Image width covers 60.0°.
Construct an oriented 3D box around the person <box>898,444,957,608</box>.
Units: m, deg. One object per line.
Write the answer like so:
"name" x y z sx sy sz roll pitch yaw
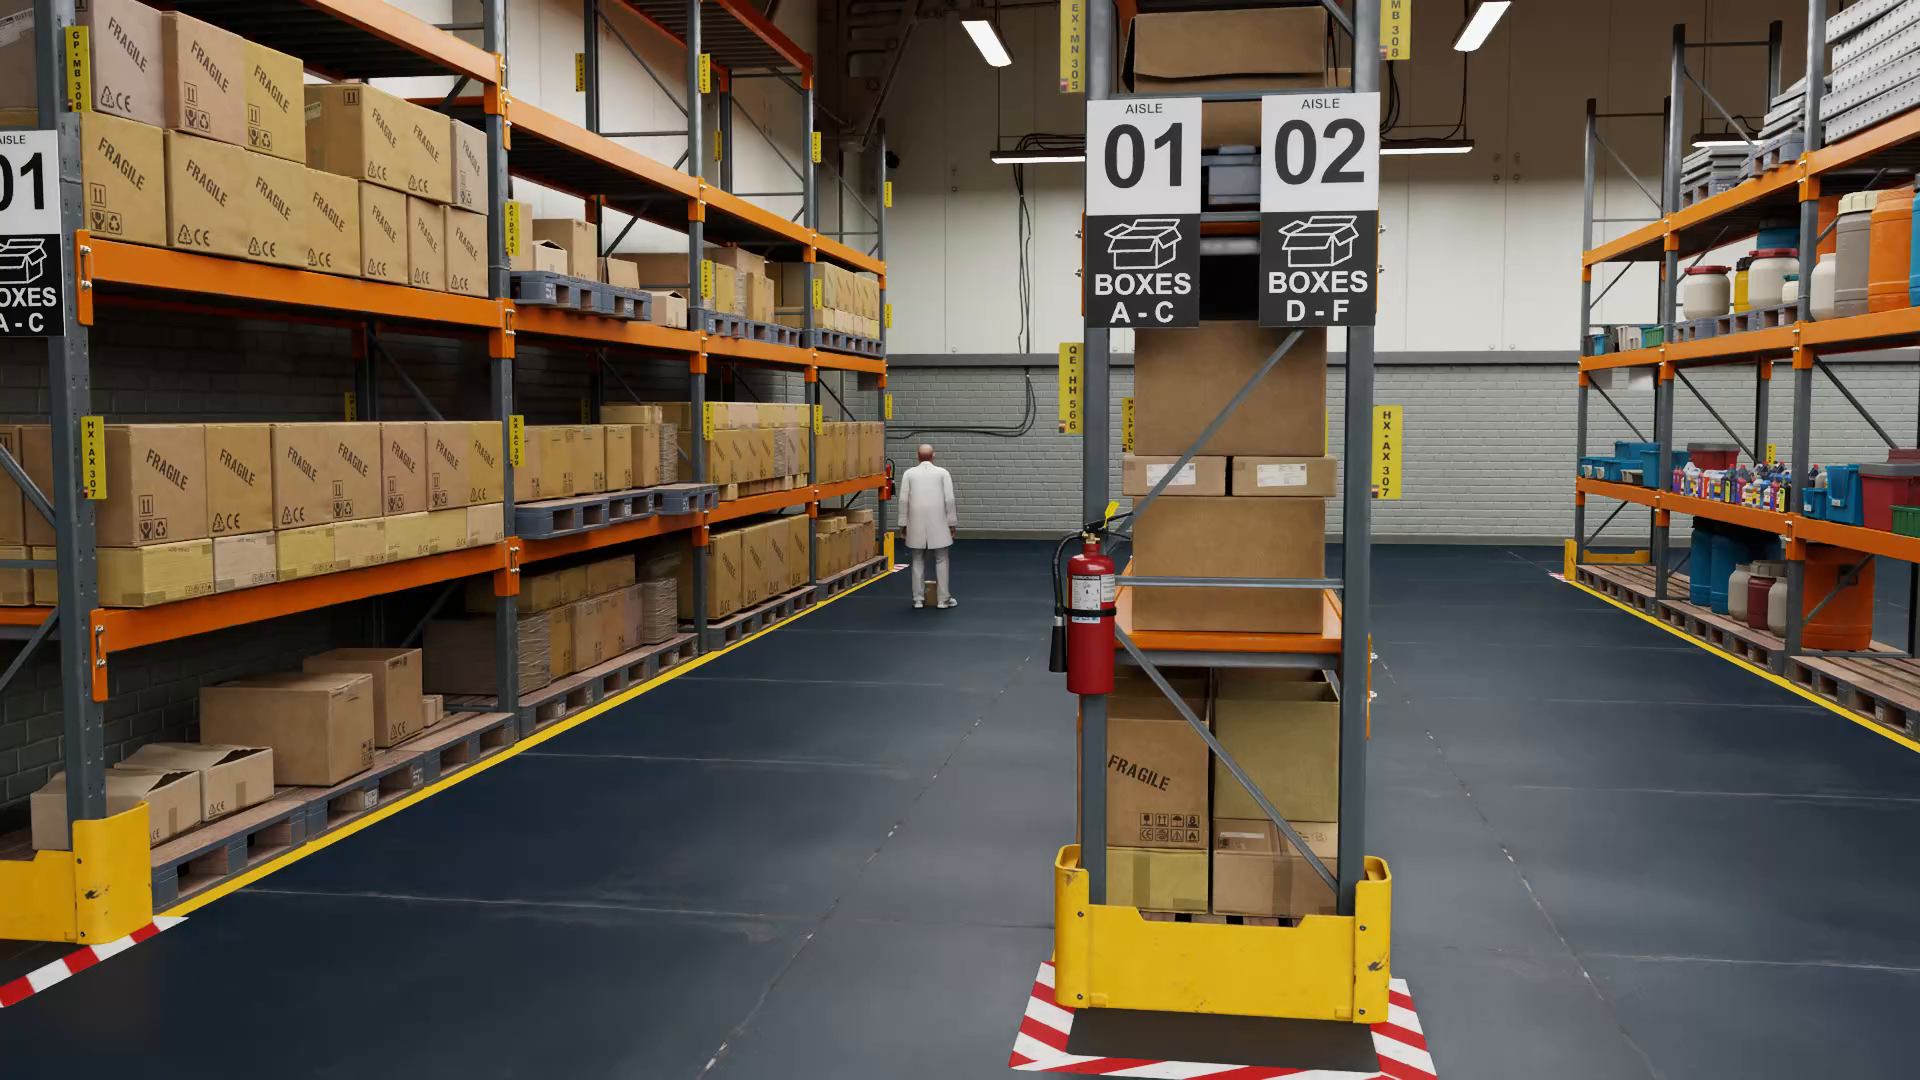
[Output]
"person" -0.356 -0.152 18.089 0.653 1.774 0.424 0 4 5
